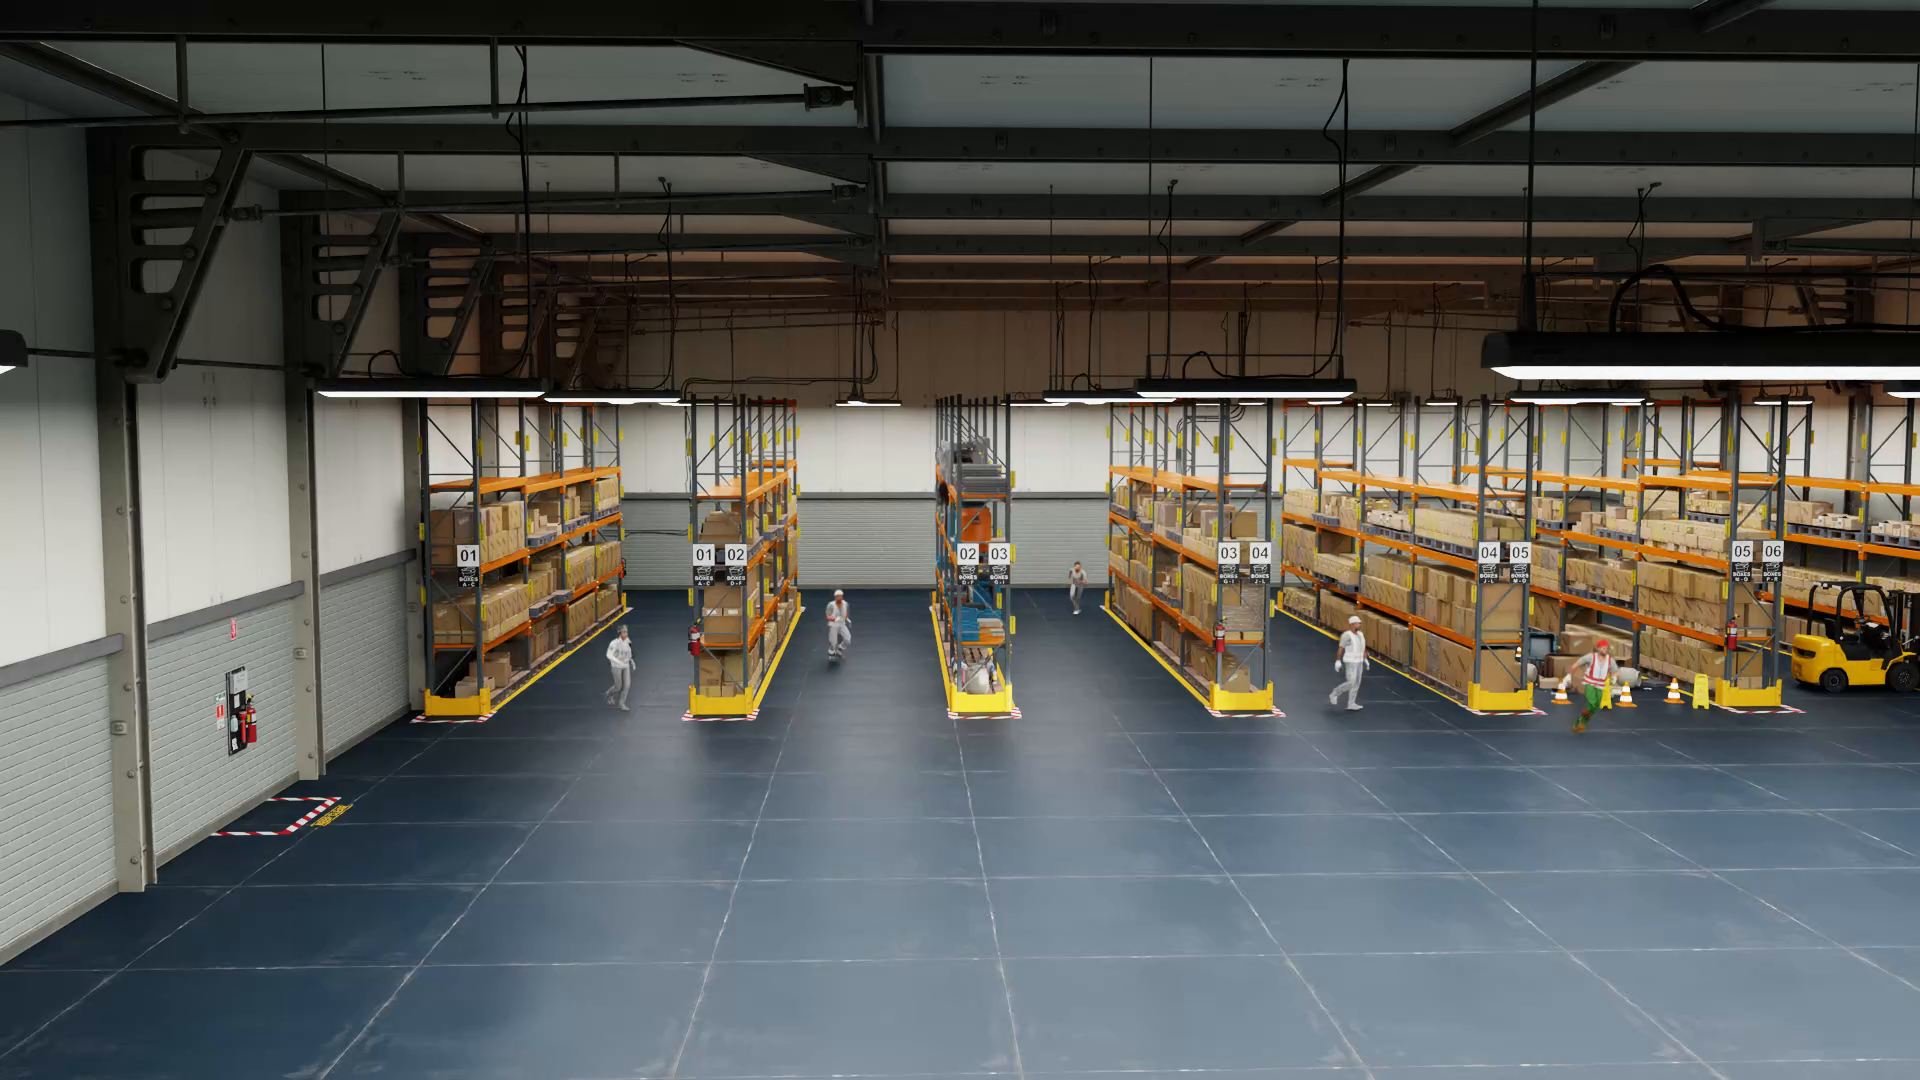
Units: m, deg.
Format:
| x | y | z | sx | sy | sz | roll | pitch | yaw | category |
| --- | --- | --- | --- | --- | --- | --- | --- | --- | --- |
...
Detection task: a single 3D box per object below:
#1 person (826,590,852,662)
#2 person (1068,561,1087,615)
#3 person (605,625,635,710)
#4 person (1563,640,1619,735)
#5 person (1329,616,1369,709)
| x | y | z | sx | sy | sz | roll | pitch | yaw | category |
| --- | --- | --- | --- | --- | --- | --- | --- | --- | --- |
| -2.711 | 1.943 | 37.329 | 0.702 | 1.681 | 0.864 | -2 | 5 | -27 | person |
| 3.293 | 1.304 | 46.409 | 0.587 | 1.497 | 1.058 | 1 | 5 | 11 | person |
| -6.519 | 2.419 | 31.775 | 0.609 | 1.643 | 0.718 | -4 | 6 | -43 | person |
| 11.169 | 2.590 | 29.232 | 0.845 | 1.691 | 0.715 | -1 | 5 | -12 | person |
| 7.409 | 2.337 | 31.693 | 0.602 | 1.774 | 0.679 | 4 | 6 | 44 | person |
